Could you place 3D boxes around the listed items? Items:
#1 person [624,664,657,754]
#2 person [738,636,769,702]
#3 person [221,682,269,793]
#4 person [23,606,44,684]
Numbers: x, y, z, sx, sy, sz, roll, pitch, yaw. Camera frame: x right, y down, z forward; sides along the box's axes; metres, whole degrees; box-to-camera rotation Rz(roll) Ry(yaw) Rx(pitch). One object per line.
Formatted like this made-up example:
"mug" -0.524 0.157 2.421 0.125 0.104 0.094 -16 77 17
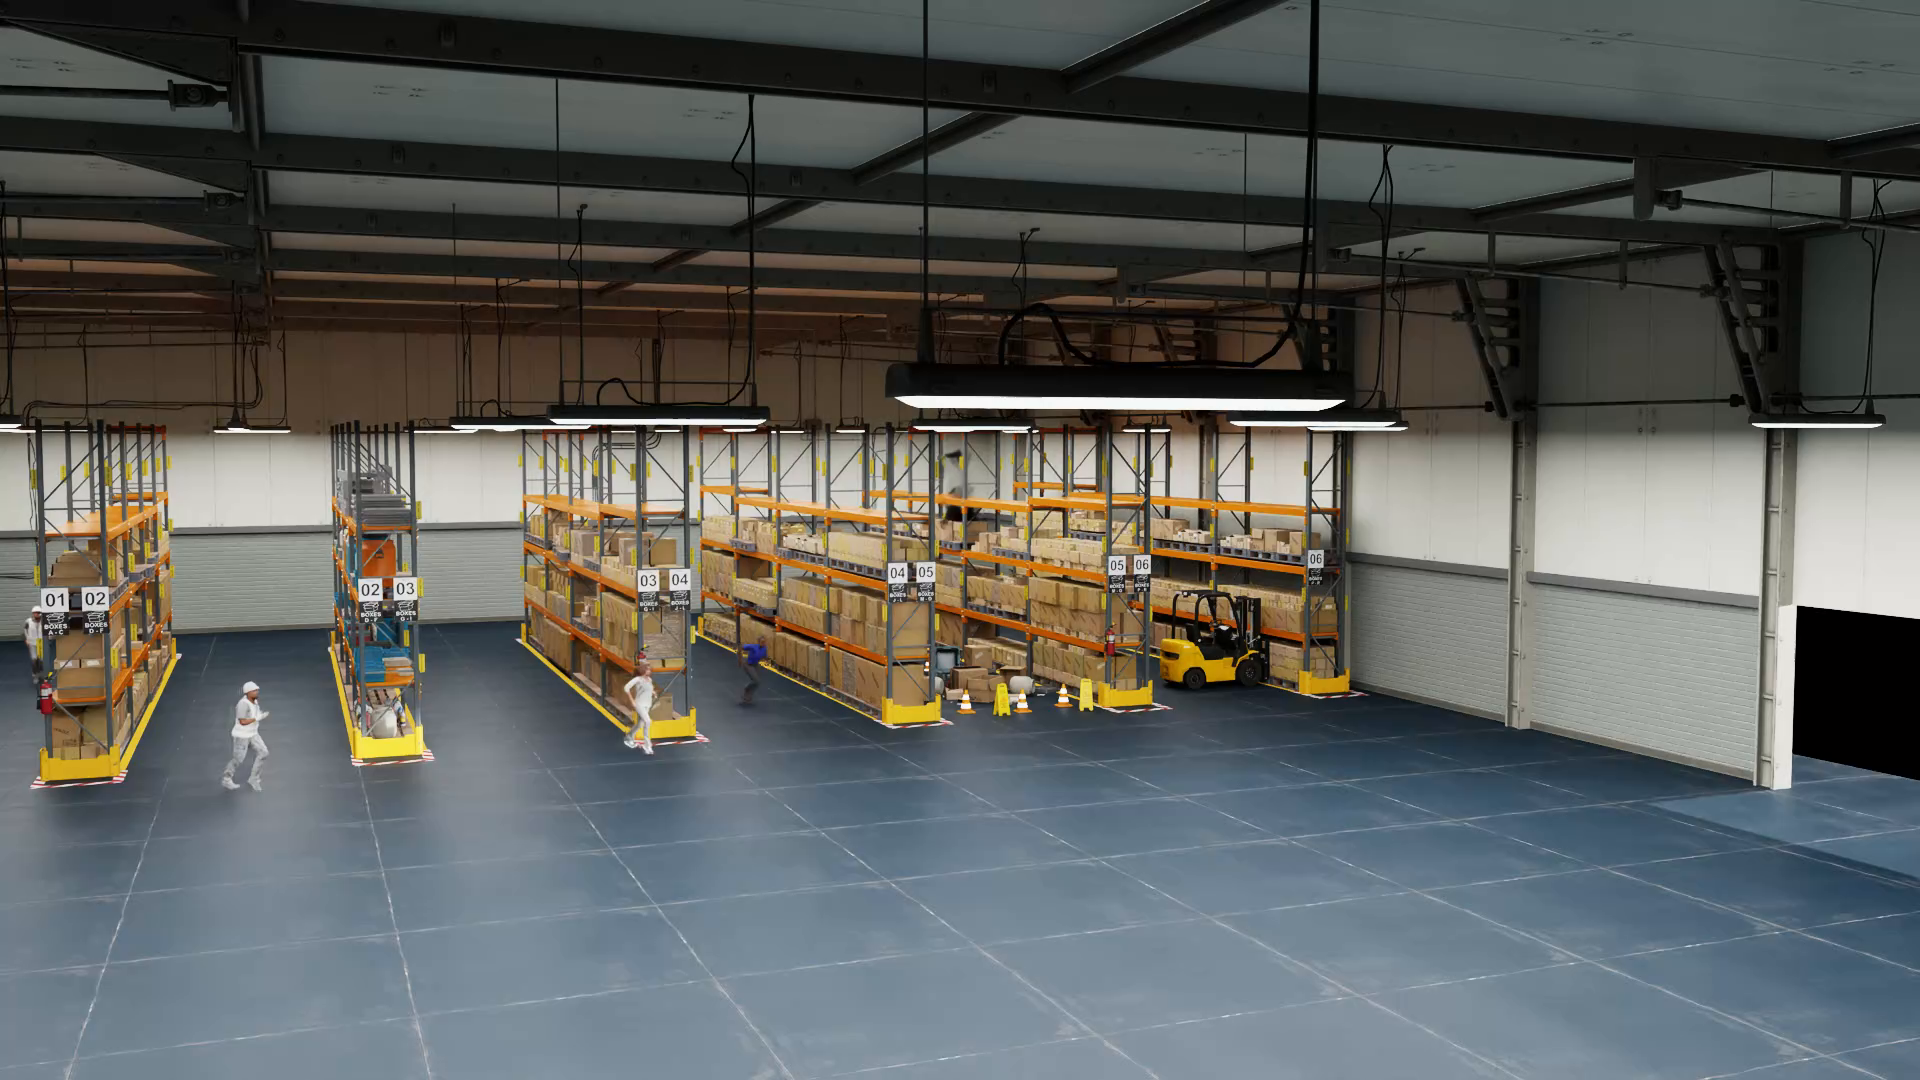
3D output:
"person" -5.791 3.055 30.206 0.744 1.626 0.548 2 4 25
"person" -4.418 2.812 35.495 0.855 1.390 0.602 3 5 43
"person" -11.458 3.183 26.653 0.841 1.837 0.641 0 4 6
"person" -21.459 2.441 38.718 0.595 1.831 0.885 -2 4 -34
